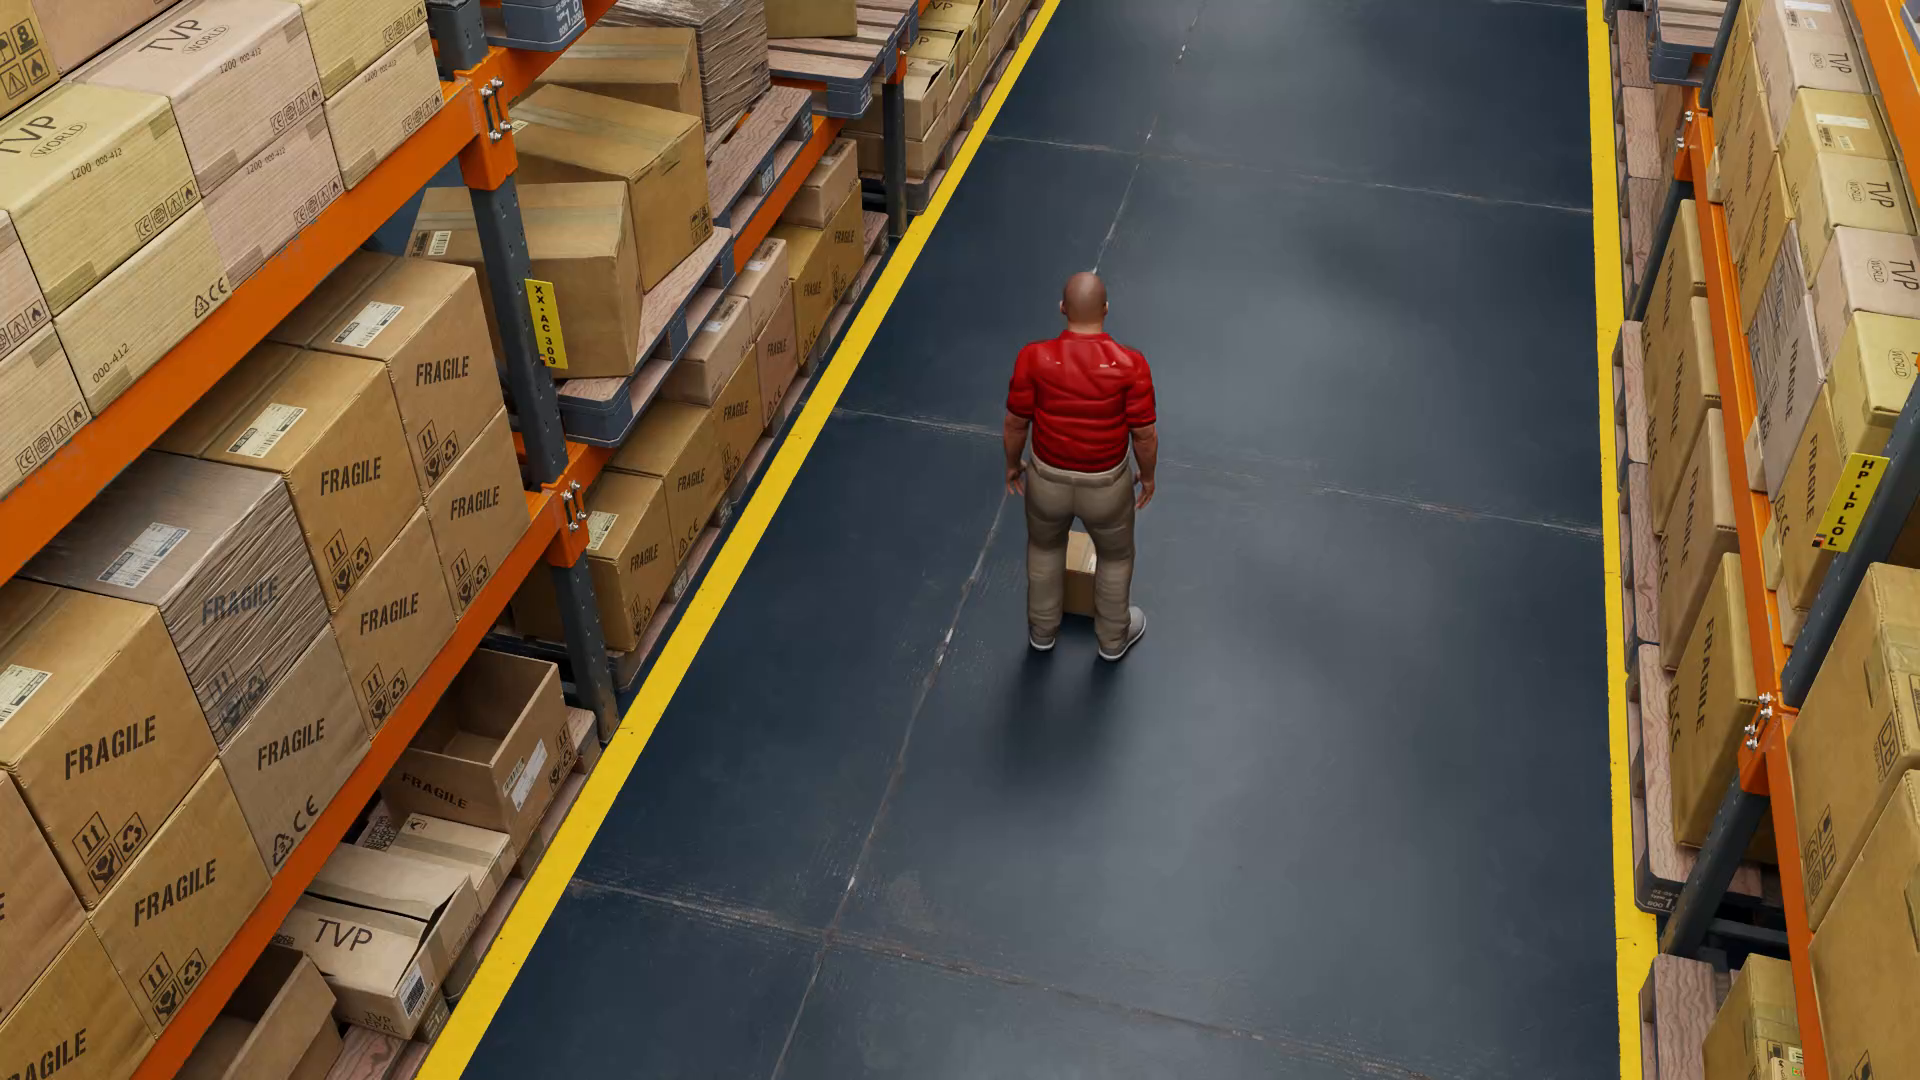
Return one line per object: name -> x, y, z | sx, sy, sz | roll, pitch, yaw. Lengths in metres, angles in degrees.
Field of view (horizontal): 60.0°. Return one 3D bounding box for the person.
person -> 0.470, -0.251, 6.460 | 0.605, 1.726, 0.393 | 8, 41, 9
